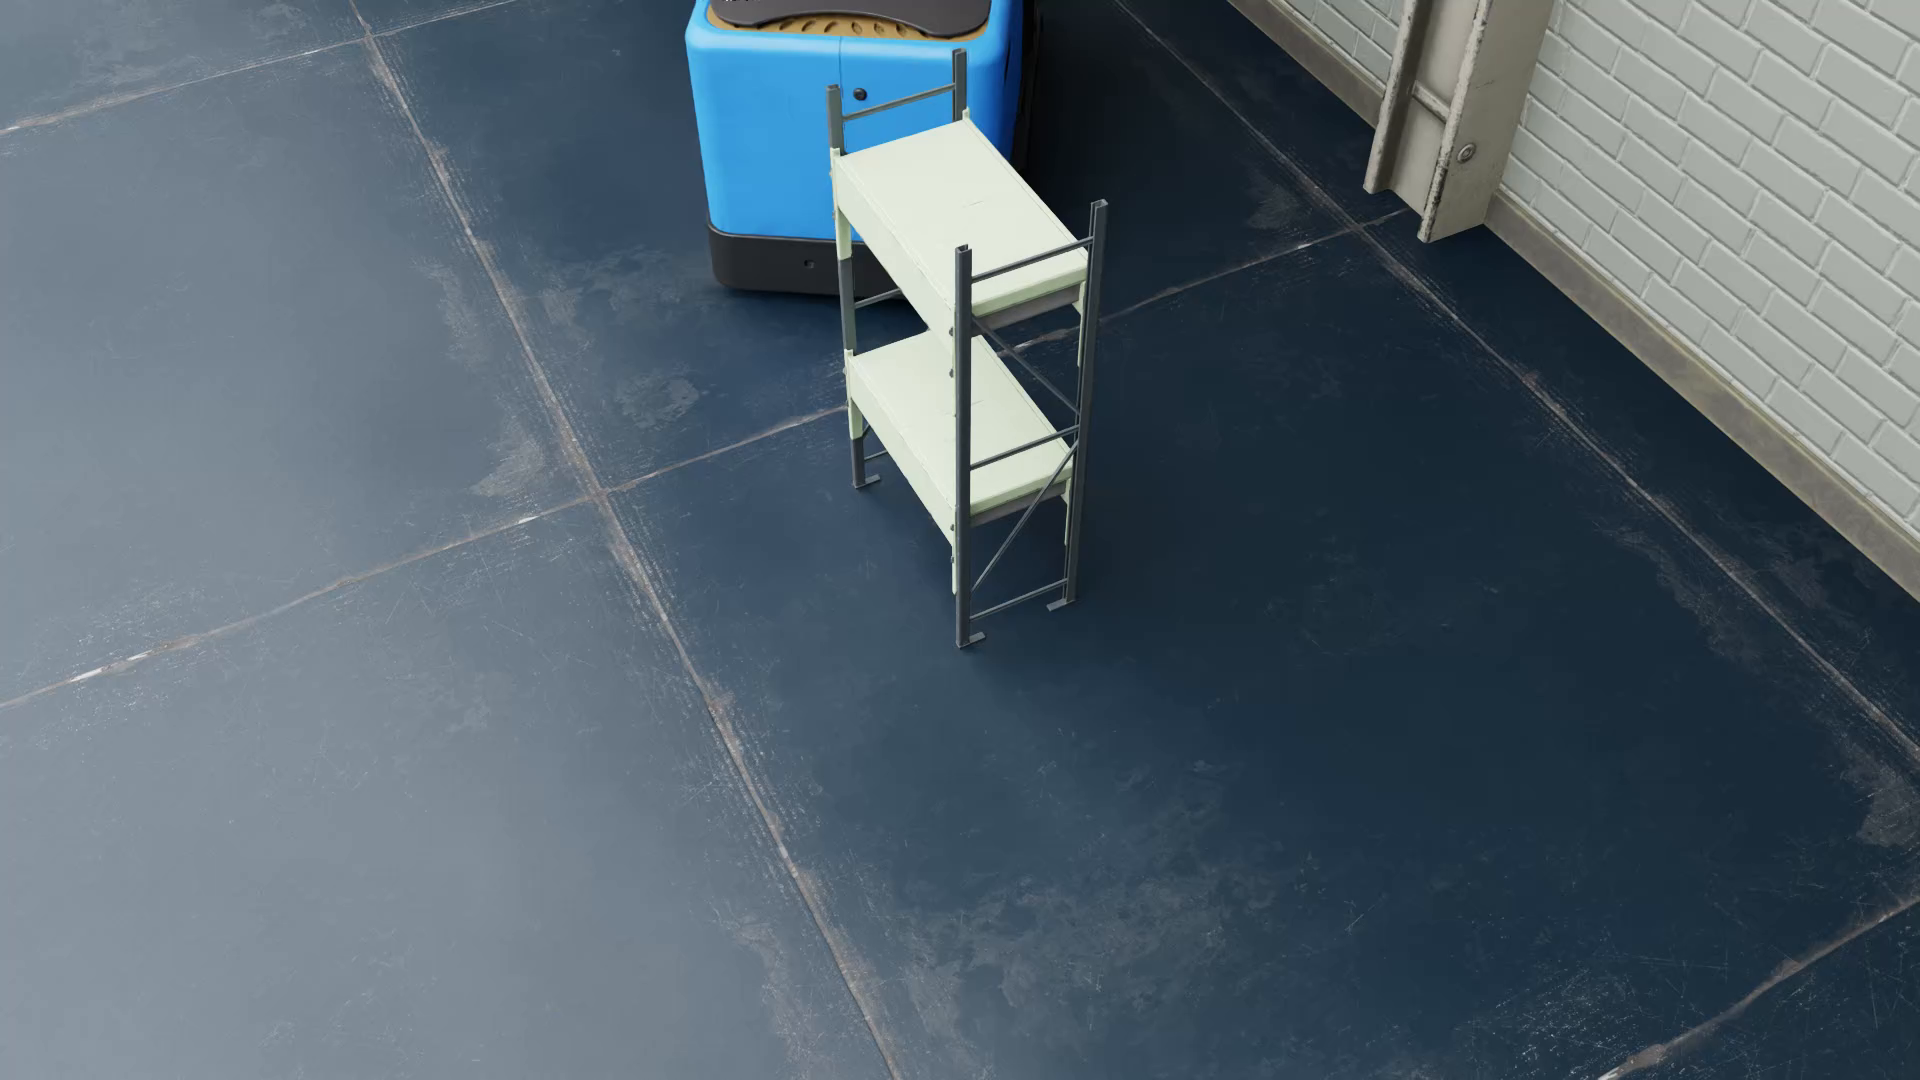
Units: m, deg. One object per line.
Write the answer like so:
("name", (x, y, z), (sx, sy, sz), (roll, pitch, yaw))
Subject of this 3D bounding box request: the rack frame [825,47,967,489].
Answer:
("rack frame", (-0.164, -0.734, 4.896), (0.400, 1.500, 0.023), (-21, 52, -18))

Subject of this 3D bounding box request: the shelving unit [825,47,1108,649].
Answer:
("shelving unit", (0.003, -0.489, 4.682), (0.431, 1.500, 0.755), (-21, 52, -18))

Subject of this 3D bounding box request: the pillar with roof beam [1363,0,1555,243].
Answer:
("pillar with roof beam", (-2.041, -2.773, 1.697), (9.100, 9.000, 0.400), (-21, 52, -18))

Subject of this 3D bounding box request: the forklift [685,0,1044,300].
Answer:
("forklift", (-0.232, -2.918, 5.855), (1.130, 2.935, 3.031), (4, 49, 4))

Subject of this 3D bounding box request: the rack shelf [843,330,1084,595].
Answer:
("rack shelf", (0.003, -0.275, 4.927), (0.431, 0.370, 0.720), (-21, 52, -18))

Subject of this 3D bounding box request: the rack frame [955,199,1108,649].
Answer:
("rack frame", (0.171, -0.244, 4.467), (0.400, 1.500, 0.023), (-21, 52, -18))

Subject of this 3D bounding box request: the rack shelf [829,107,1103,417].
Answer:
("rack shelf", (0.003, -0.746, 4.388), (0.431, 0.370, 0.720), (-21, 52, -18))
